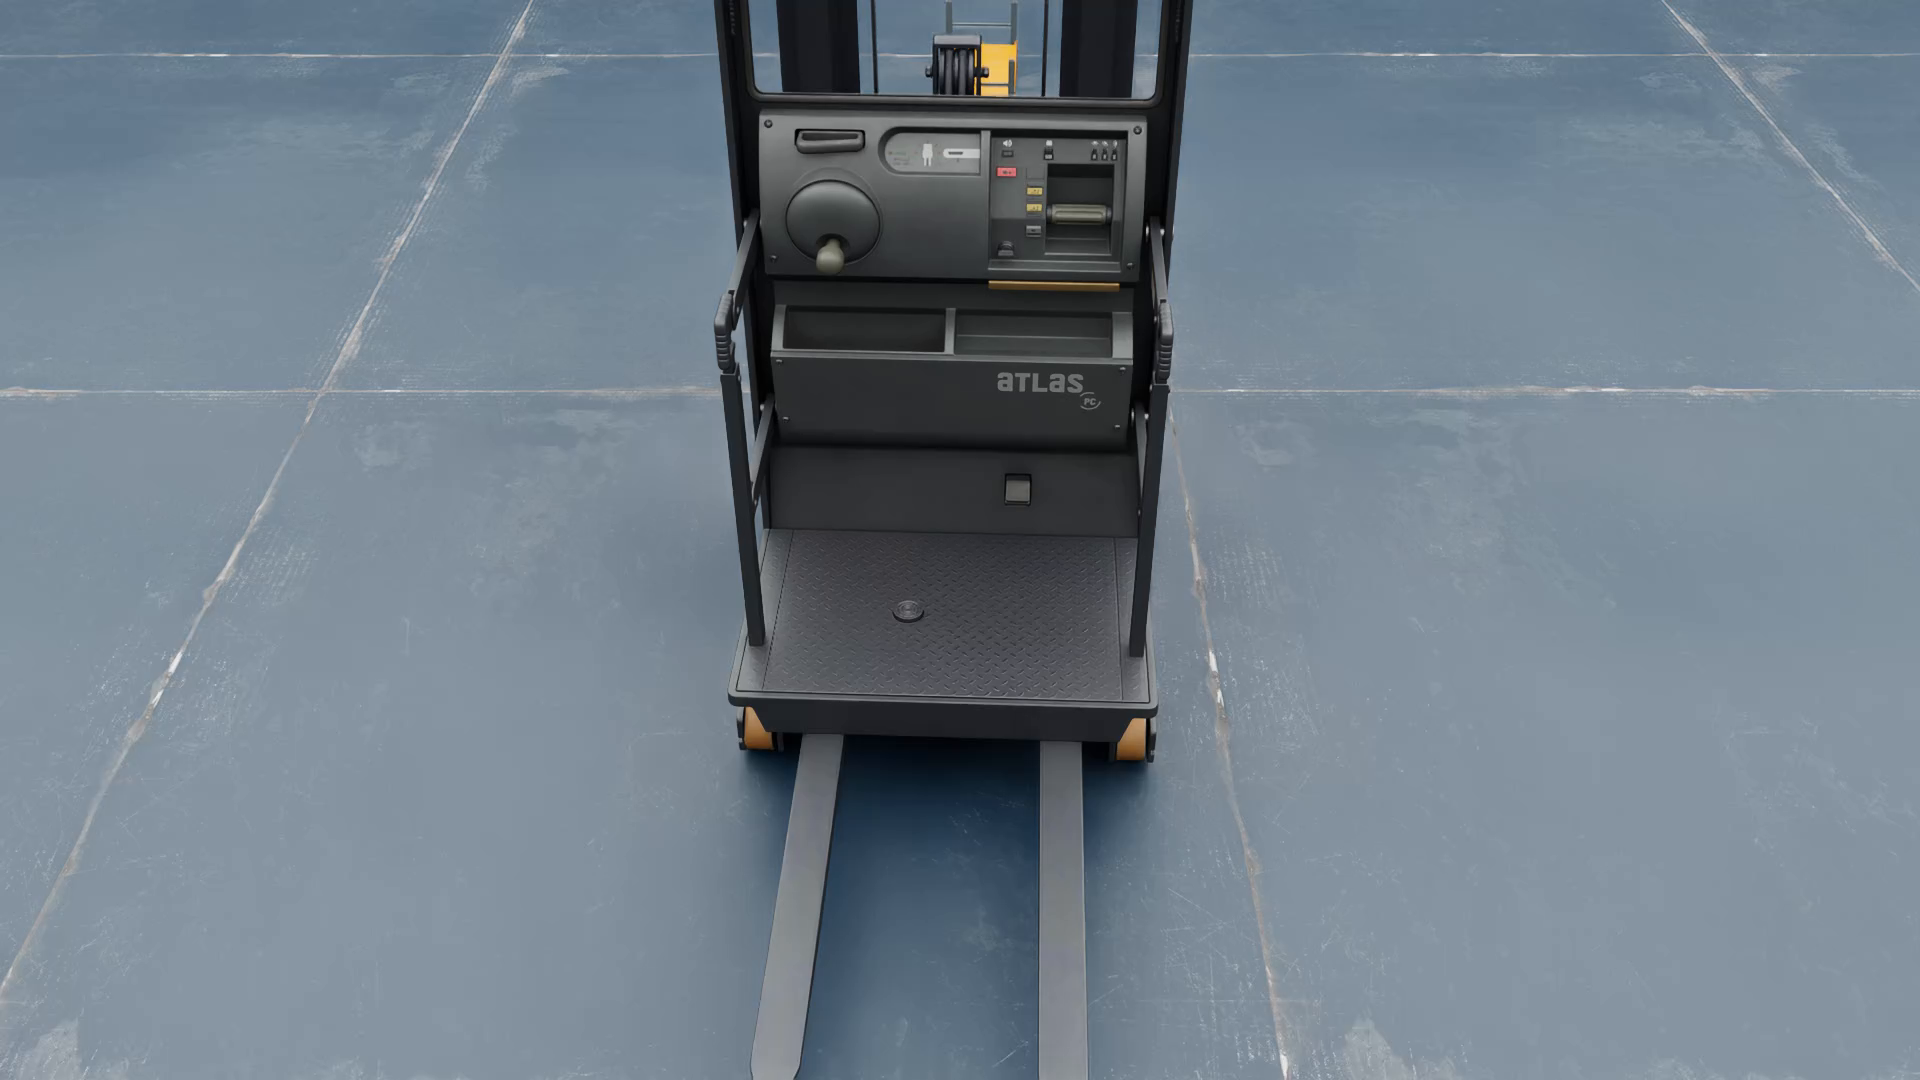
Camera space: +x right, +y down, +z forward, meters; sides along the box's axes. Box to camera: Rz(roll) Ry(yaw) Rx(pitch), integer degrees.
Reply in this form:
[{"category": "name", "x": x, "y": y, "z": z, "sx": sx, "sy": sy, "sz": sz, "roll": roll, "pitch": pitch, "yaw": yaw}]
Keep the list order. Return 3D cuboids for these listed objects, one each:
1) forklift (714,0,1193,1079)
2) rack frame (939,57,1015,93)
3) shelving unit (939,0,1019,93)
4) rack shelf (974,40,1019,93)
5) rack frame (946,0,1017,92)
[{"category": "forklift", "x": -0.026, "y": -0.755, "z": 3.848, "sx": 1.130, "sy": 2.935, "sz": 3.031, "roll": 1, "pitch": 39, "yaw": 2}, {"category": "rack frame", "x": 0.053, "y": -1.041, "z": 5.589, "sx": 0.240, "sy": 1.200, "sz": 0.015, "roll": 1, "pitch": 39, "yaw": 2}, {"category": "shelving unit", "x": 0.063, "y": -1.193, "z": 5.779, "sx": 0.258, "sy": 1.200, "sz": 0.503, "roll": 1, "pitch": 39, "yaw": 2}, {"category": "rack shelf", "x": 0.063, "y": -1.500, "z": 5.534, "sx": 0.258, "sy": 0.148, "sz": 0.480, "roll": 1, "pitch": 39, "yaw": 2}, {"category": "rack frame", "x": 0.073, "y": -1.346, "z": 5.970, "sx": 0.240, "sy": 1.200, "sz": 0.015, "roll": 1, "pitch": 39, "yaw": 2}]
